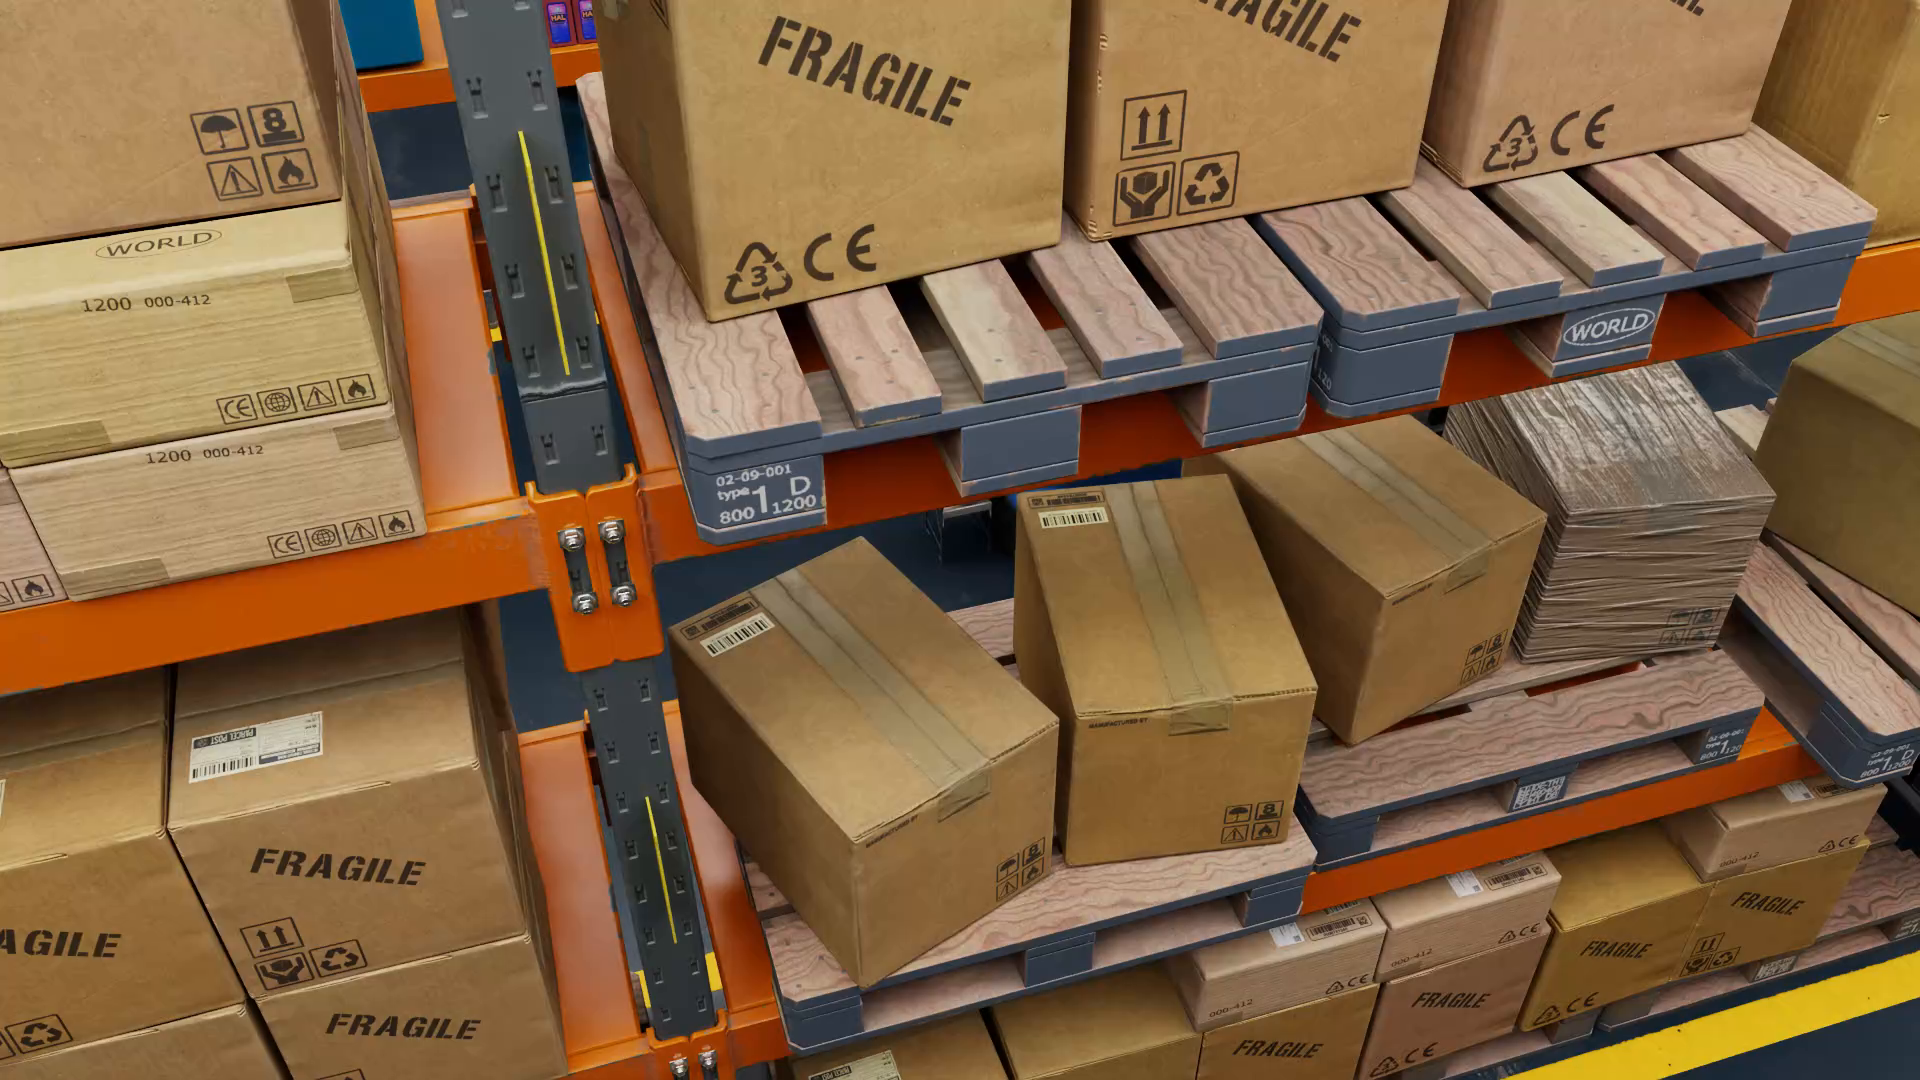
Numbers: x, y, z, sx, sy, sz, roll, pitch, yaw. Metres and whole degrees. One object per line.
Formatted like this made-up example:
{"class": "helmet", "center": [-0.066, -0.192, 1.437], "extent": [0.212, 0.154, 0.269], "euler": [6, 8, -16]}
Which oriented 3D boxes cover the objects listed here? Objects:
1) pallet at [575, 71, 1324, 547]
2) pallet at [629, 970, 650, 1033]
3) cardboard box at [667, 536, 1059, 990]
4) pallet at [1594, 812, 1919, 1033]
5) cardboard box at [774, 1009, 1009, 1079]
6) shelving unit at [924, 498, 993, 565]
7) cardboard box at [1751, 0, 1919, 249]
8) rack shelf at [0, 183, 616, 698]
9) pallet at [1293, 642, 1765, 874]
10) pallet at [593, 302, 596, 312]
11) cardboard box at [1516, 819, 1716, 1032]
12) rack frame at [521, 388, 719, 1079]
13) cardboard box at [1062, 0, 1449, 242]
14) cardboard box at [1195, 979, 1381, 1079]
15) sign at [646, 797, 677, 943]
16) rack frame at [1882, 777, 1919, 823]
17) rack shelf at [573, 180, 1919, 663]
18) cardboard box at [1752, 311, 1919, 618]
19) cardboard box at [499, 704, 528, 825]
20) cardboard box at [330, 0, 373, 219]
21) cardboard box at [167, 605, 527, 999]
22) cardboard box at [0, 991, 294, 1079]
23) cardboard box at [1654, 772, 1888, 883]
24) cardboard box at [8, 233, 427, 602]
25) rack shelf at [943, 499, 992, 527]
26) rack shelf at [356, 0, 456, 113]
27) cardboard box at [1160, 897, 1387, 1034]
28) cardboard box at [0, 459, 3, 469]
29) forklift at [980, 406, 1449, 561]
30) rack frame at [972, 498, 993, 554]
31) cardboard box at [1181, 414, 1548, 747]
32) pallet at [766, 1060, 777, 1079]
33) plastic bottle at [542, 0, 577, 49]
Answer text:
{"class": "pallet", "center": [-0.085, -0.539, 2.950], "extent": [1.003, 0.211, 1.213], "euler": [-12, 42, -13]}
{"class": "pallet", "center": [-1.383, 1.790, 4.541], "extent": [1.213, 0.211, 1.003], "euler": [-12, 42, -13]}
{"class": "cardboard box", "center": [-0.209, 0.456, 3.553], "extent": [0.500, 0.500, 0.700], "euler": [-26, 48, -27]}
{"class": "pallet", "center": [2.364, 0.988, 5.458], "extent": [1.213, 0.211, 1.003], "euler": [-12, 42, -13]}
{"class": "cardboard box", "center": [-0.193, 1.438, 4.390], "extent": [0.500, 0.500, 0.500], "euler": [-14, 43, -15]}
{"class": "shelving unit", "center": [-0.008, -0.337, 6.452], "extent": [0.210, 0.900, 0.258], "euler": [-12, 43, -13]}
{"class": "cardboard box", "center": [1.699, -1.042, 3.307], "extent": [0.500, 0.500, 0.910], "euler": [-12, 42, -13]}
{"class": "rack shelf", "center": [-2.635, 0.141, 2.575], "extent": [4.000, 0.370, 1.077], "euler": [-12, 42, -13]}
{"class": "pallet", "center": [1.234, 0.274, 4.303], "extent": [1.213, 0.211, 1.003], "euler": [-12, 42, -13]}
{"class": "pallet", "center": [-1.464, -1.581, 8.399], "extent": [1.213, 0.211, 1.003], "euler": [-12, 42, -13]}
{"class": "cardboard box", "center": [1.772, 1.024, 4.863], "extent": [0.500, 0.500, 0.500], "euler": [-13, 43, -15]}
{"class": "rack frame", "center": [-0.728, 0.605, 3.778], "extent": [0.127, 3.000, 1.000], "euler": [-12, 42, -13]}
{"class": "cardboard box", "center": [0.405, -0.958, 2.815], "extent": [0.600, 0.600, 0.600], "euler": [-12, 43, -14]}
{"class": "cardboard box", "center": [0.791, 1.231, 4.626], "extent": [0.500, 0.500, 0.500], "euler": [-11, 42, -13]}
{"class": "sign", "center": [-0.558, 0.618, 3.105], "extent": [0.005, 0.325, 0.100], "euler": [-12, 42, -13]}
{"class": "rack frame", "center": [3.087, -0.186, 4.683], "extent": [0.127, 3.000, 1.000], "euler": [-12, 42, -13]}
{"class": "rack shelf", "center": [1.180, -0.649, 3.480], "extent": [4.000, 0.370, 1.077], "euler": [-12, 42, -13]}
{"class": "cardboard box", "center": [2.521, -0.186, 4.288], "extent": [0.500, 0.500, 0.700], "euler": [-26, 48, -27]}
{"class": "cardboard box", "center": [-1.296, 0.497, 3.825], "extent": [0.500, 0.500, 0.500], "euler": [-11, 42, -12]}
{"class": "cardboard box", "center": [-1.266, -0.716, 2.744], "extent": [0.500, 0.250, 0.500], "euler": [-12, 42, -13]}
{"class": "cardboard box", "center": [-1.132, 0.453, 3.116], "extent": [0.500, 0.500, 0.500], "euler": [-11, 42, -13]}
{"class": "cardboard box", "center": [-1.619, 0.930, 3.330], "extent": [0.500, 0.500, 0.500], "euler": [-11, 42, -12]}
{"class": "cardboard box", "center": [2.213, 0.654, 4.718], "extent": [0.500, 0.250, 0.500], "euler": [-10, 42, -11]}
{"class": "cardboard box", "center": [-1.112, -0.205, 2.539], "extent": [0.500, 0.250, 0.500], "euler": [-12, 42, -13]}
{"class": "rack shelf", "center": [-0.008, -0.176, 6.592], "extent": [0.200, 0.077, 0.258], "euler": [-12, 43, -13]}
{"class": "rack shelf", "center": [-4.120, -1.838, 7.121], "extent": [4.000, 0.370, 1.077], "euler": [-12, 42, -13]}
{"class": "cardboard box", "center": [0.761, 0.958, 4.369], "extent": [0.500, 0.250, 0.500], "euler": [-12, 42, -13]}
{"class": "cardboard box", "center": [-1.588, -0.293, 2.260], "extent": [0.500, 0.250, 0.500], "euler": [-12, 42, -13]}
{"class": "forklift", "center": [1.489, -1.536, 6.281], "extent": [3.031, 2.935, 1.130], "euler": [-16, 44, -18]}
{"class": "rack frame", "center": [0.088, -0.358, 6.475], "extent": [0.006, 0.900, 0.240], "euler": [-12, 43, -13]}
{"class": "cardboard box", "center": [0.939, 0.021, 4.051], "extent": [0.500, 0.500, 0.700], "euler": [-22, 46, -24]}
{"class": "pallet", "center": [0.037, 1.471, 4.906], "extent": [1.213, 0.211, 1.003], "euler": [-12, 42, -13]}
{"class": "plastic bottle", "center": [-1.734, -2.265, 7.152], "extent": [0.133, 0.283, 0.061], "euler": [-12, 42, -13]}
